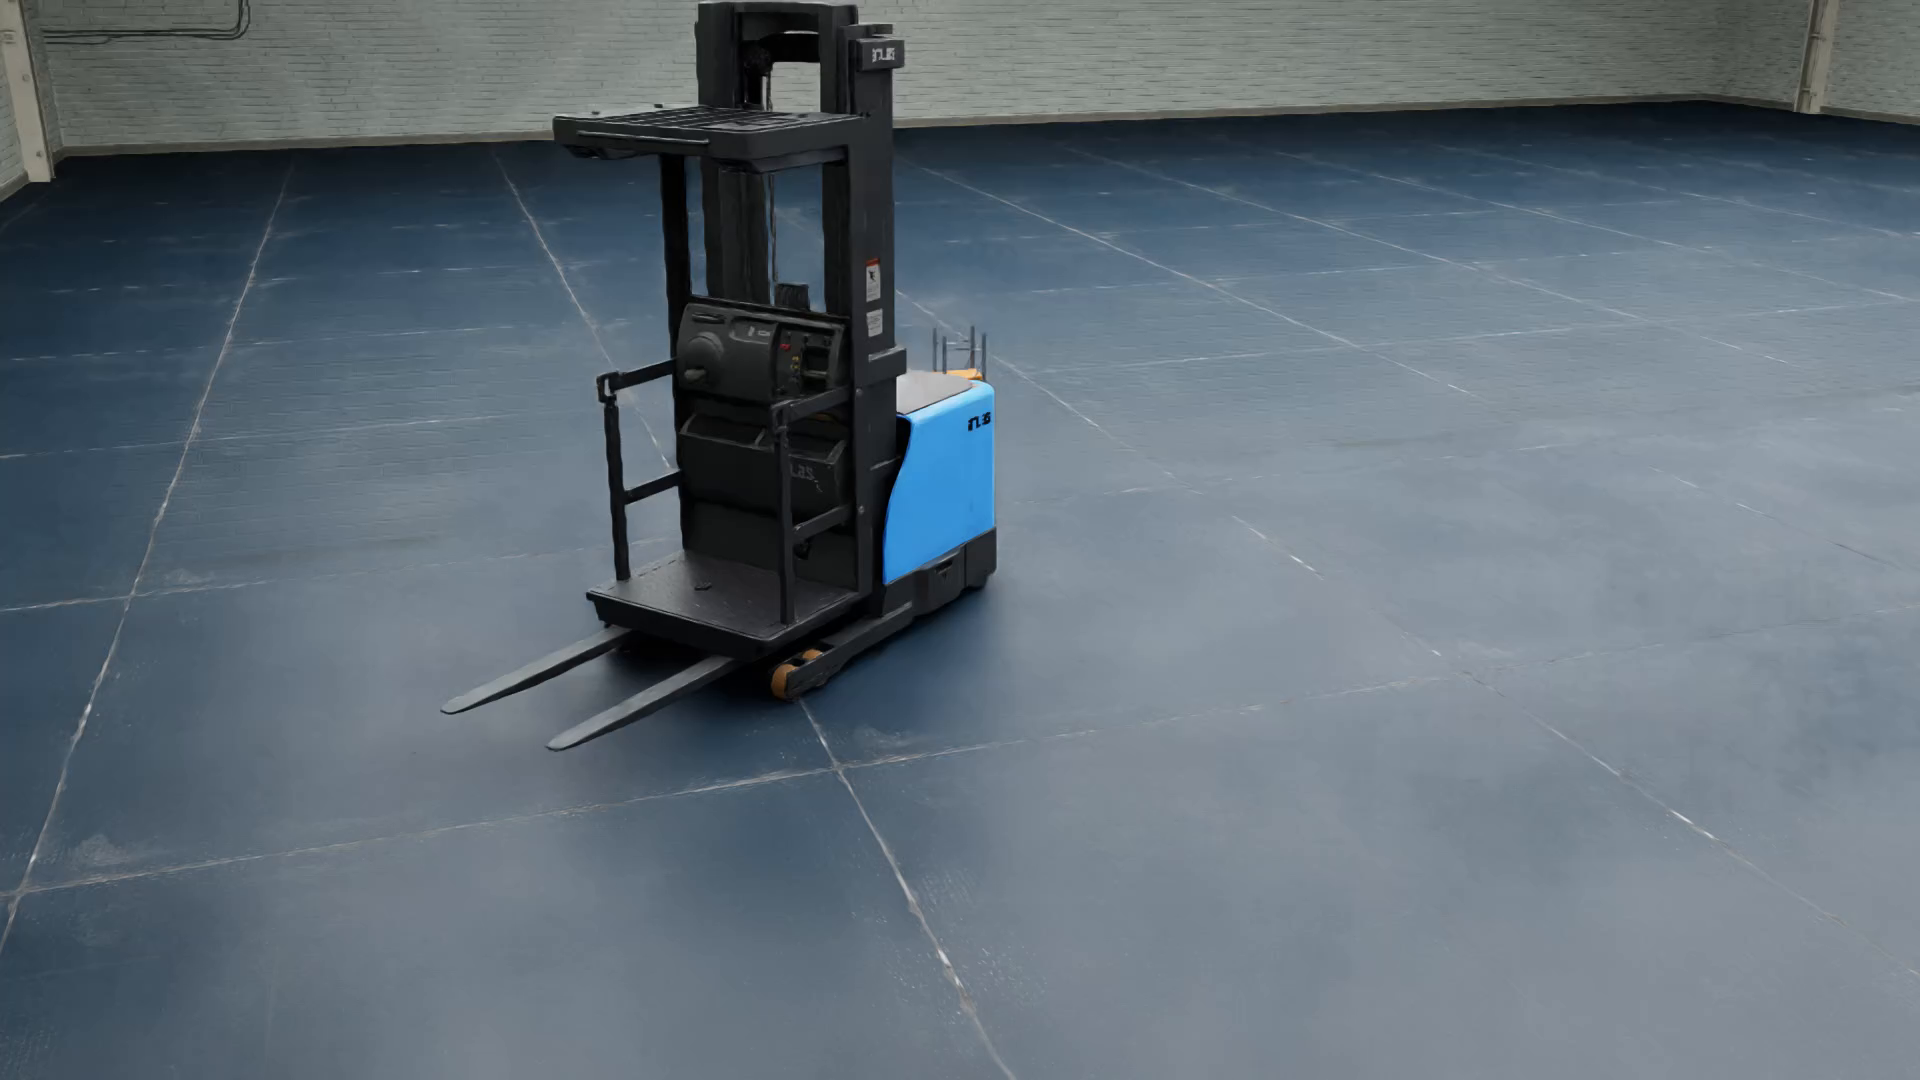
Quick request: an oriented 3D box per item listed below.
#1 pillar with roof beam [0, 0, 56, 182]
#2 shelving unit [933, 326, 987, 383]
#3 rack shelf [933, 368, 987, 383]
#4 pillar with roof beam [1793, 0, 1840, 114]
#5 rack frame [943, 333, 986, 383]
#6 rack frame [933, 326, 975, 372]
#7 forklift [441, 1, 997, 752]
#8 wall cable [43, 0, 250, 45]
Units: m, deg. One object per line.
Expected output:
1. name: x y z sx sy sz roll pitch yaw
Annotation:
1. pillar with roof beam: -9.005 -9.823 23.452 9.100 9.000 0.400 -6 21 -17
2. shelving unit: -0.005 -0.569 9.227 0.258 1.200 0.189 -6 21 -17
3. rack shelf: -0.005 -0.866 9.120 0.258 0.103 0.180 -6 21 -17
4. pillar with roof beam: 12.725 -12.255 30.223 9.100 9.000 0.400 -6 21 -17
5. rack frame: 0.024 -0.540 9.145 0.240 1.200 0.006 -6 21 -17
6. rack frame: -0.033 -0.599 9.308 0.240 1.200 0.006 -6 21 -17
7. forklift: -1.029 -0.841 7.421 1.130 2.935 3.031 12 23 31
8. wall cable: -12.763 -8.990 25.726 3.097 2.526 0.112 -6 21 -17
